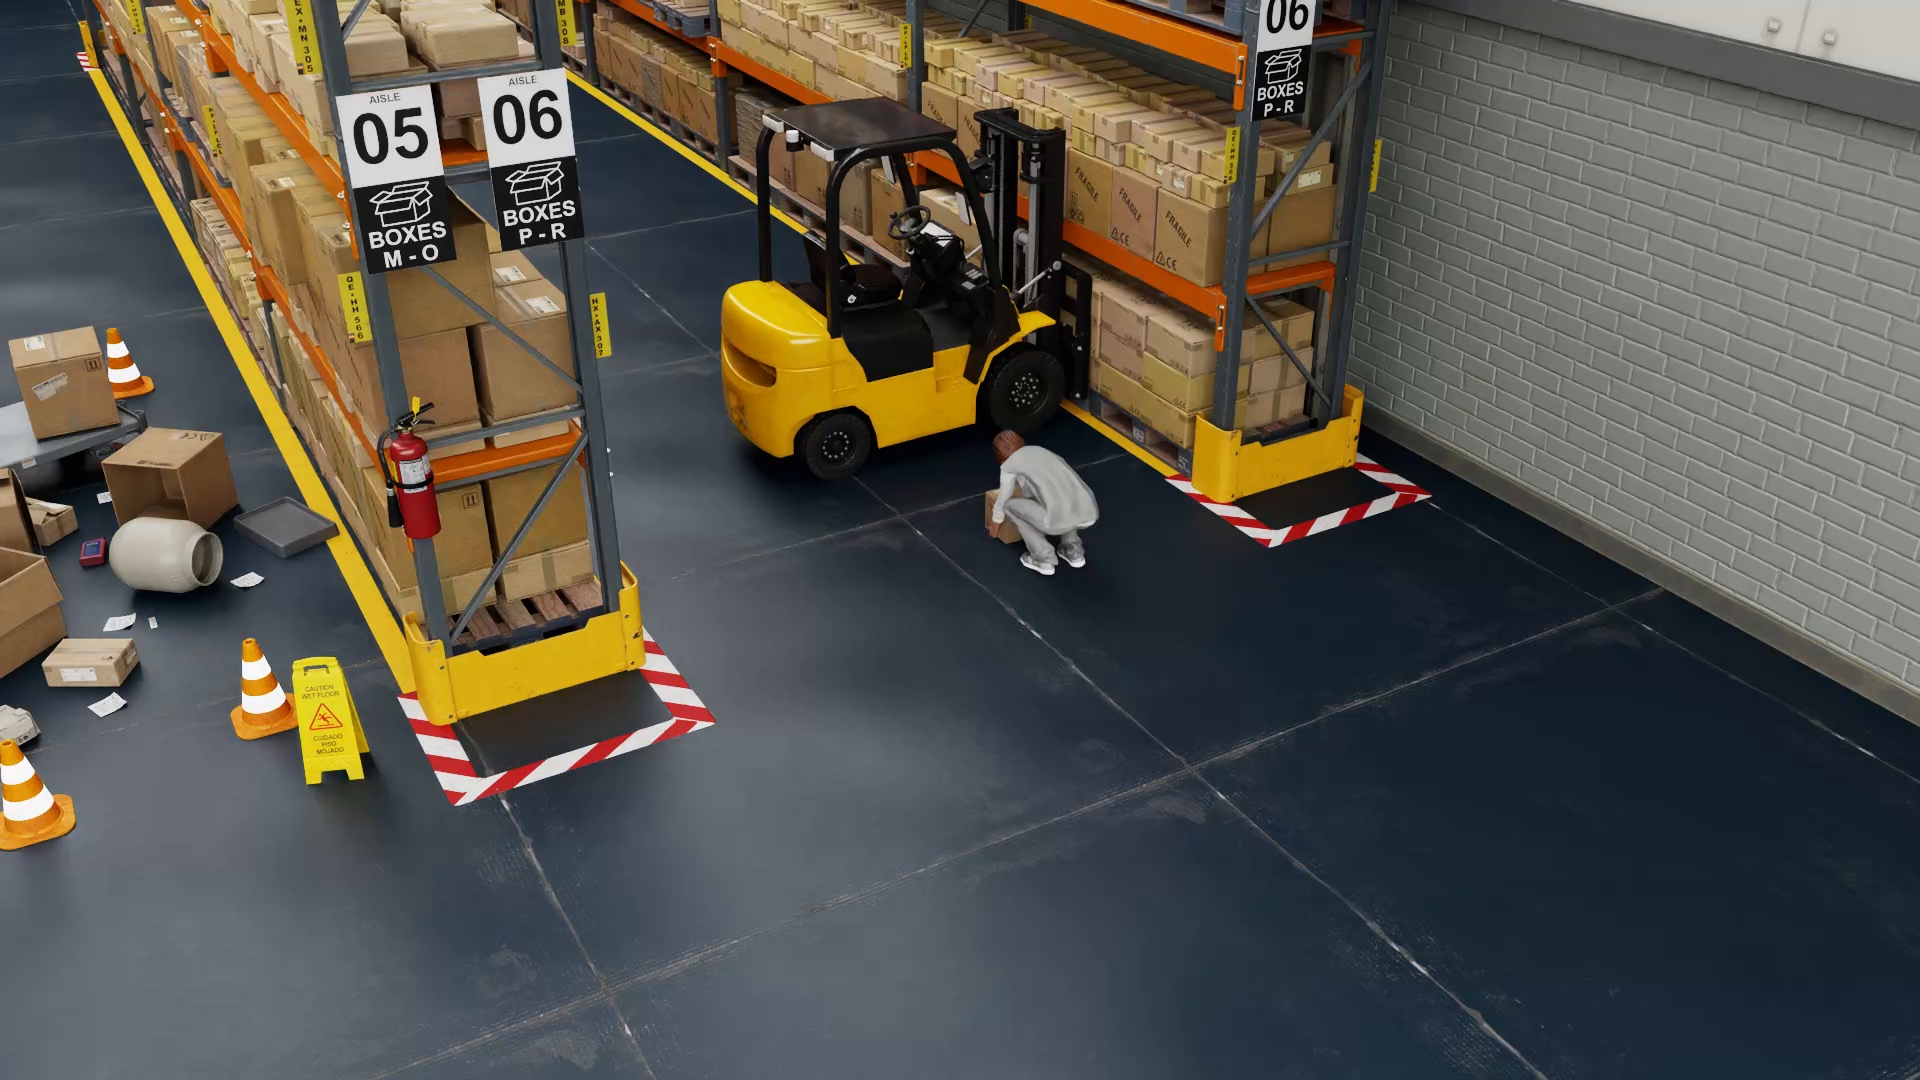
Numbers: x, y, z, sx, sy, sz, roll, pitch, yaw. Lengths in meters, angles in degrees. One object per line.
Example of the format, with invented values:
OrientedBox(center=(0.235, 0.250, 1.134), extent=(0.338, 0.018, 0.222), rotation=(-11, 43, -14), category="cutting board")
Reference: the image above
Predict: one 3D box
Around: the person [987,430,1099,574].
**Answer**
OrientedBox(center=(0.481, -0.196, 9.884), extent=(0.430, 0.752, 0.843), rotation=(-17, 33, -27), category="person")
